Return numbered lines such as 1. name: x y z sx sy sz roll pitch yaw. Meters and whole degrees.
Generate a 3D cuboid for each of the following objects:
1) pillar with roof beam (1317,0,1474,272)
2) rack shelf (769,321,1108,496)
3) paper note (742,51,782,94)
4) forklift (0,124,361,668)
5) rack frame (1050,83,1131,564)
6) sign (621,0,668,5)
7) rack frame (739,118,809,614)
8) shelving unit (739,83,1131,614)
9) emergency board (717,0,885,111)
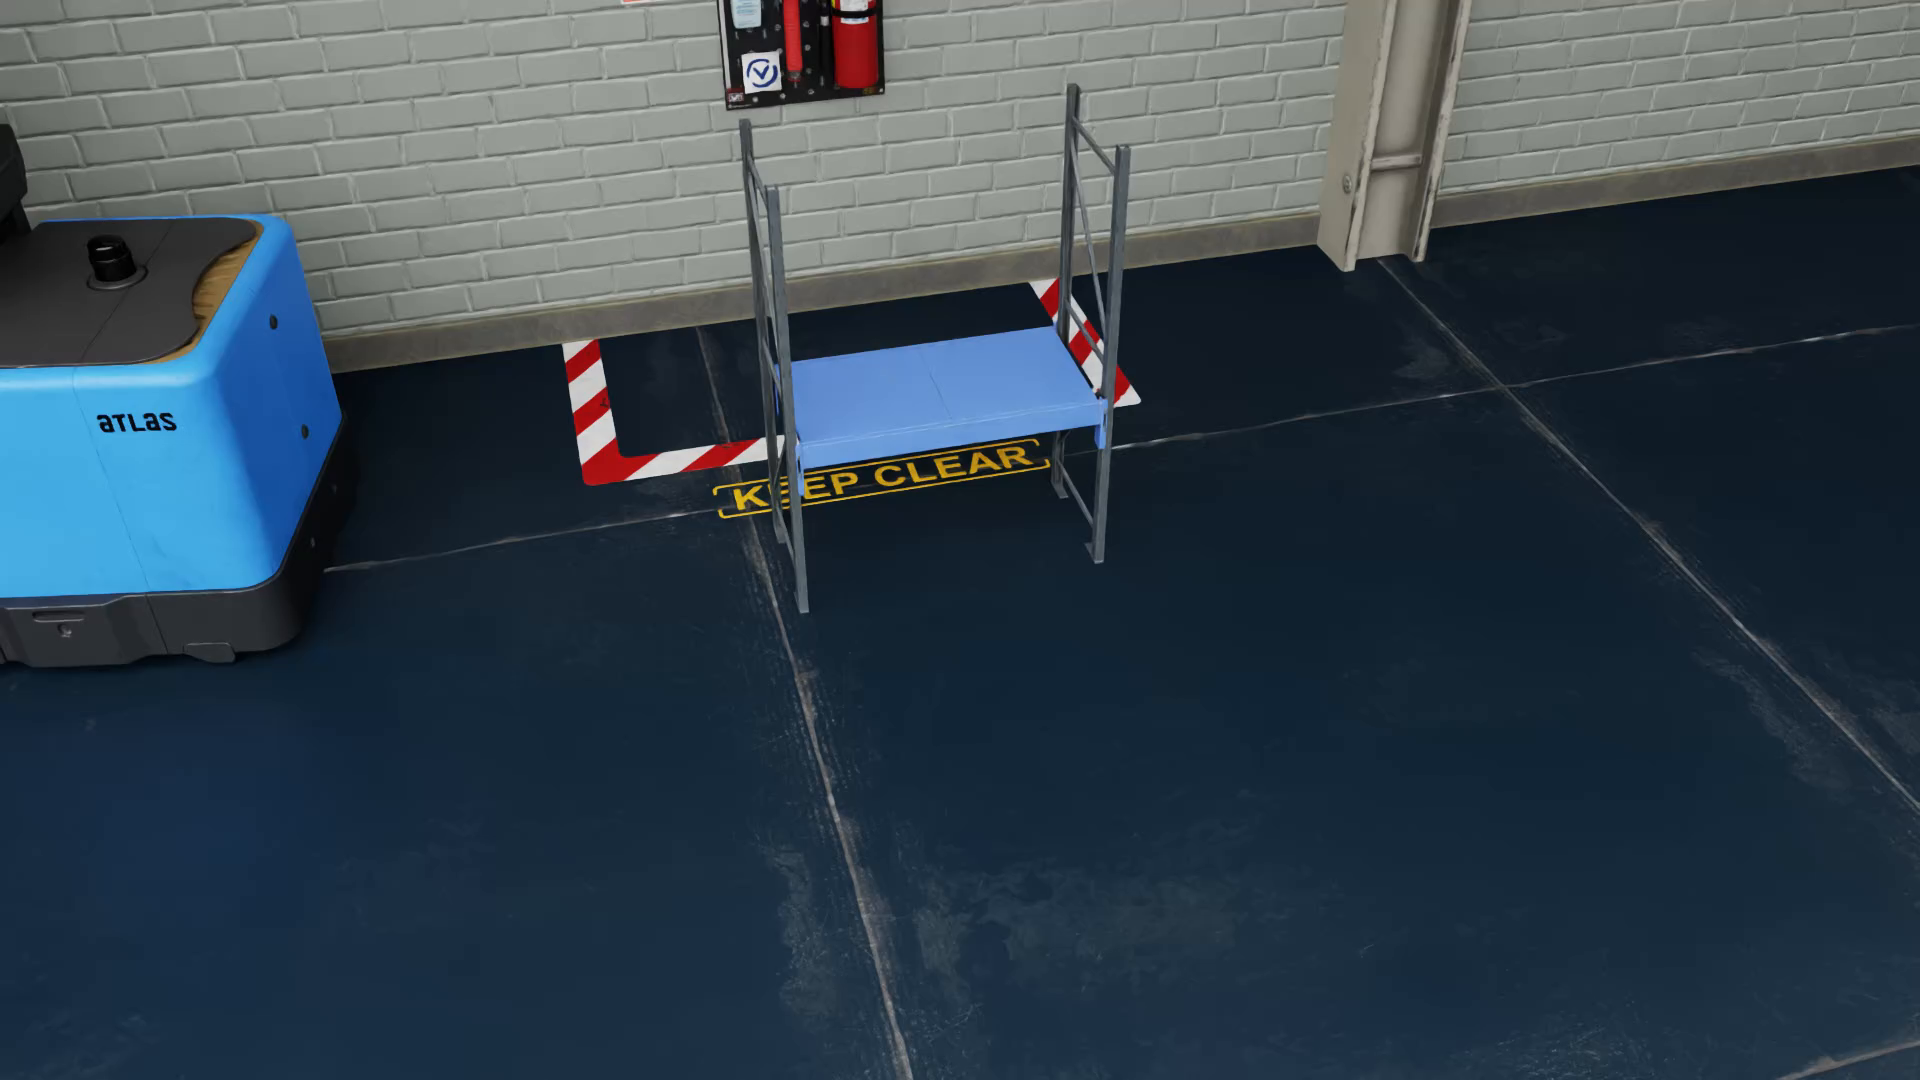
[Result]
1. pillar with roof beam: 2.952 -2.346 1.410 0.400 9.000 9.100 -9 38 -12
2. rack shelf: -0.082 -0.439 5.386 1.000 0.185 0.538 -9 38 -12
3. paper note: -0.755 -1.782 6.335 0.142 0.148 0.016 -9 38 -12
4. forklift: -3.623 -1.025 4.678 3.031 2.935 1.130 -2 37 -3
5. rack frame: 0.408 -0.663 5.382 0.032 1.500 0.500 -9 38 -12
6. sign: -1.126 -2.106 6.005 0.234 0.329 0.001 -9 38 -12
7. rack frame: -0.573 -0.502 5.171 0.032 1.500 0.500 -9 38 -12
8. shelving unit: -0.082 -0.582 5.277 1.048 1.500 0.538 -9 38 -12
9. emergency board: -0.566 -2.119 6.051 0.643 1.169 0.194 -9 38 -12
